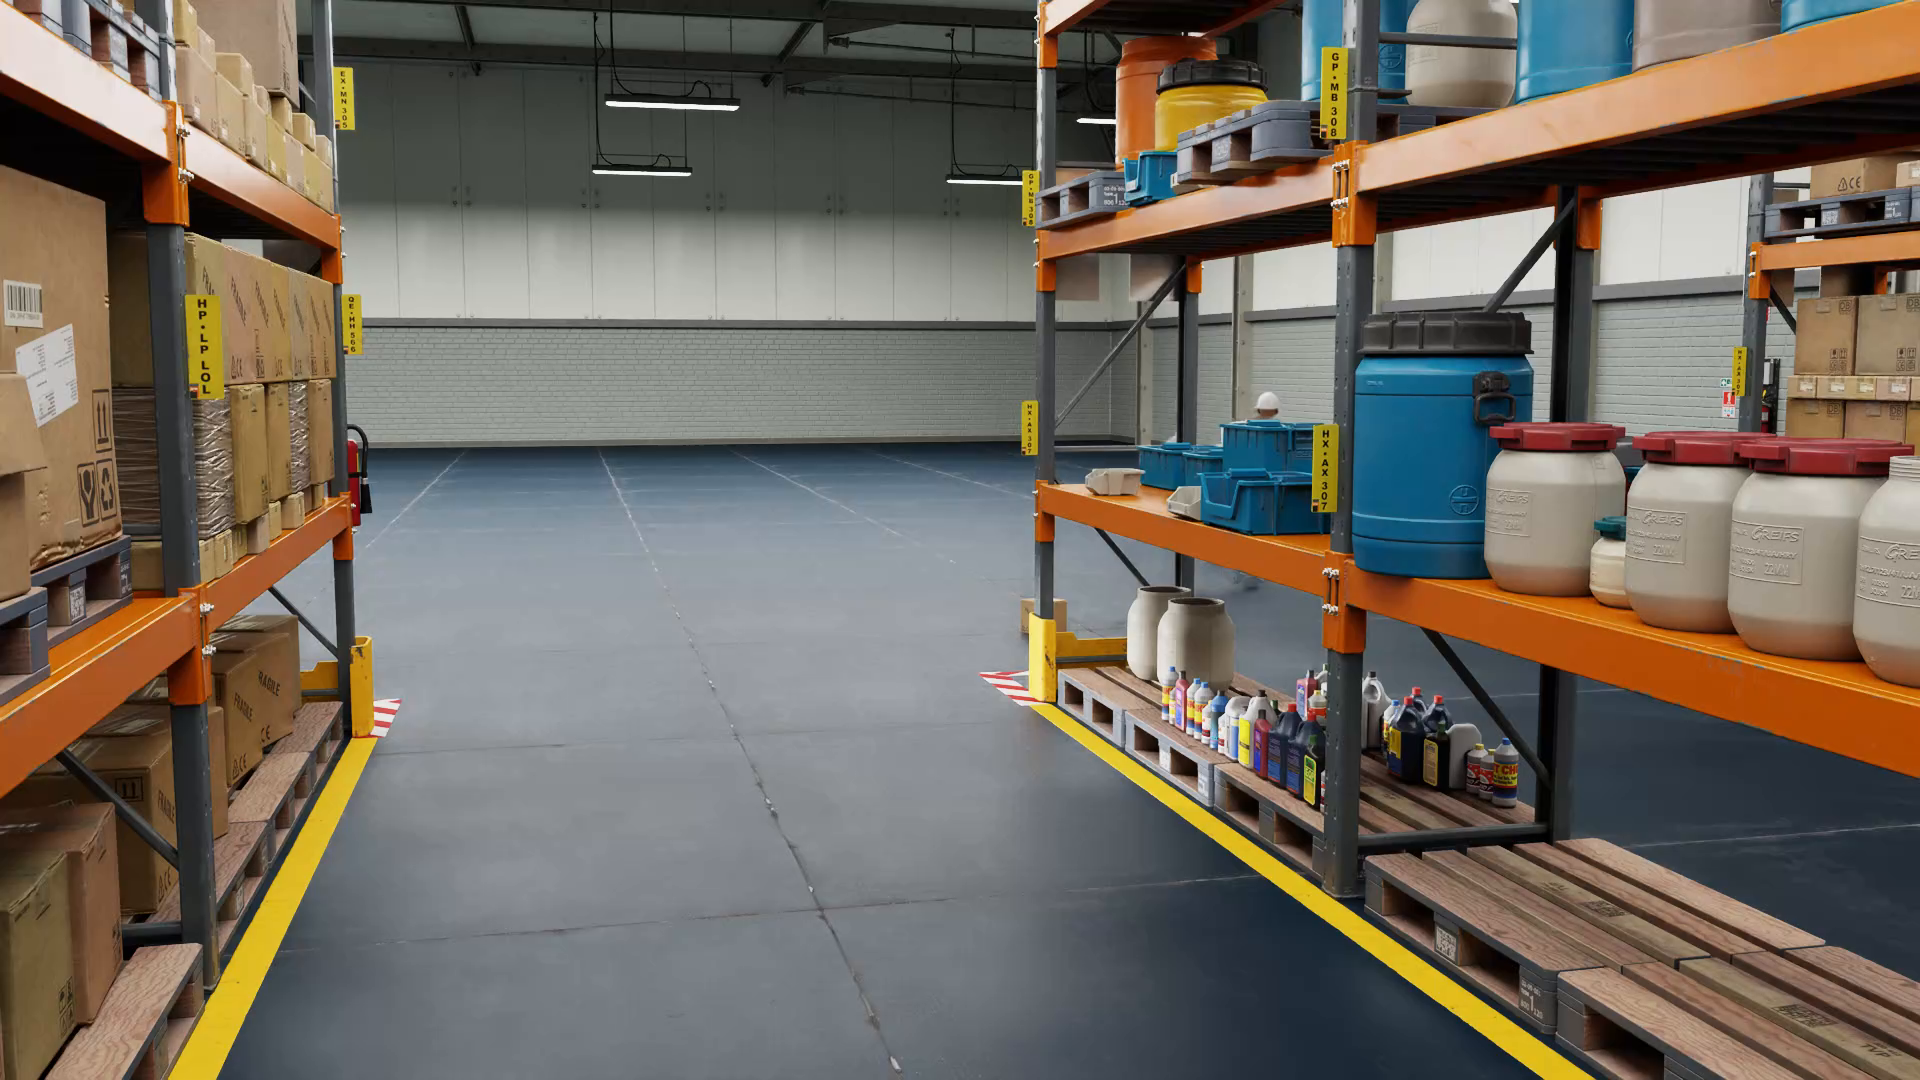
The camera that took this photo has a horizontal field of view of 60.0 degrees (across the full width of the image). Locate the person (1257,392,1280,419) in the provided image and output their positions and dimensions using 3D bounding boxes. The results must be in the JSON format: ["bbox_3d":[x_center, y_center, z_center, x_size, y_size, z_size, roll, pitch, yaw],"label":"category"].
[{"bbox_3d":[2.876,-0.506,15.520,0.559,1.741,0.822,4,7,34],"label":"person"}]
